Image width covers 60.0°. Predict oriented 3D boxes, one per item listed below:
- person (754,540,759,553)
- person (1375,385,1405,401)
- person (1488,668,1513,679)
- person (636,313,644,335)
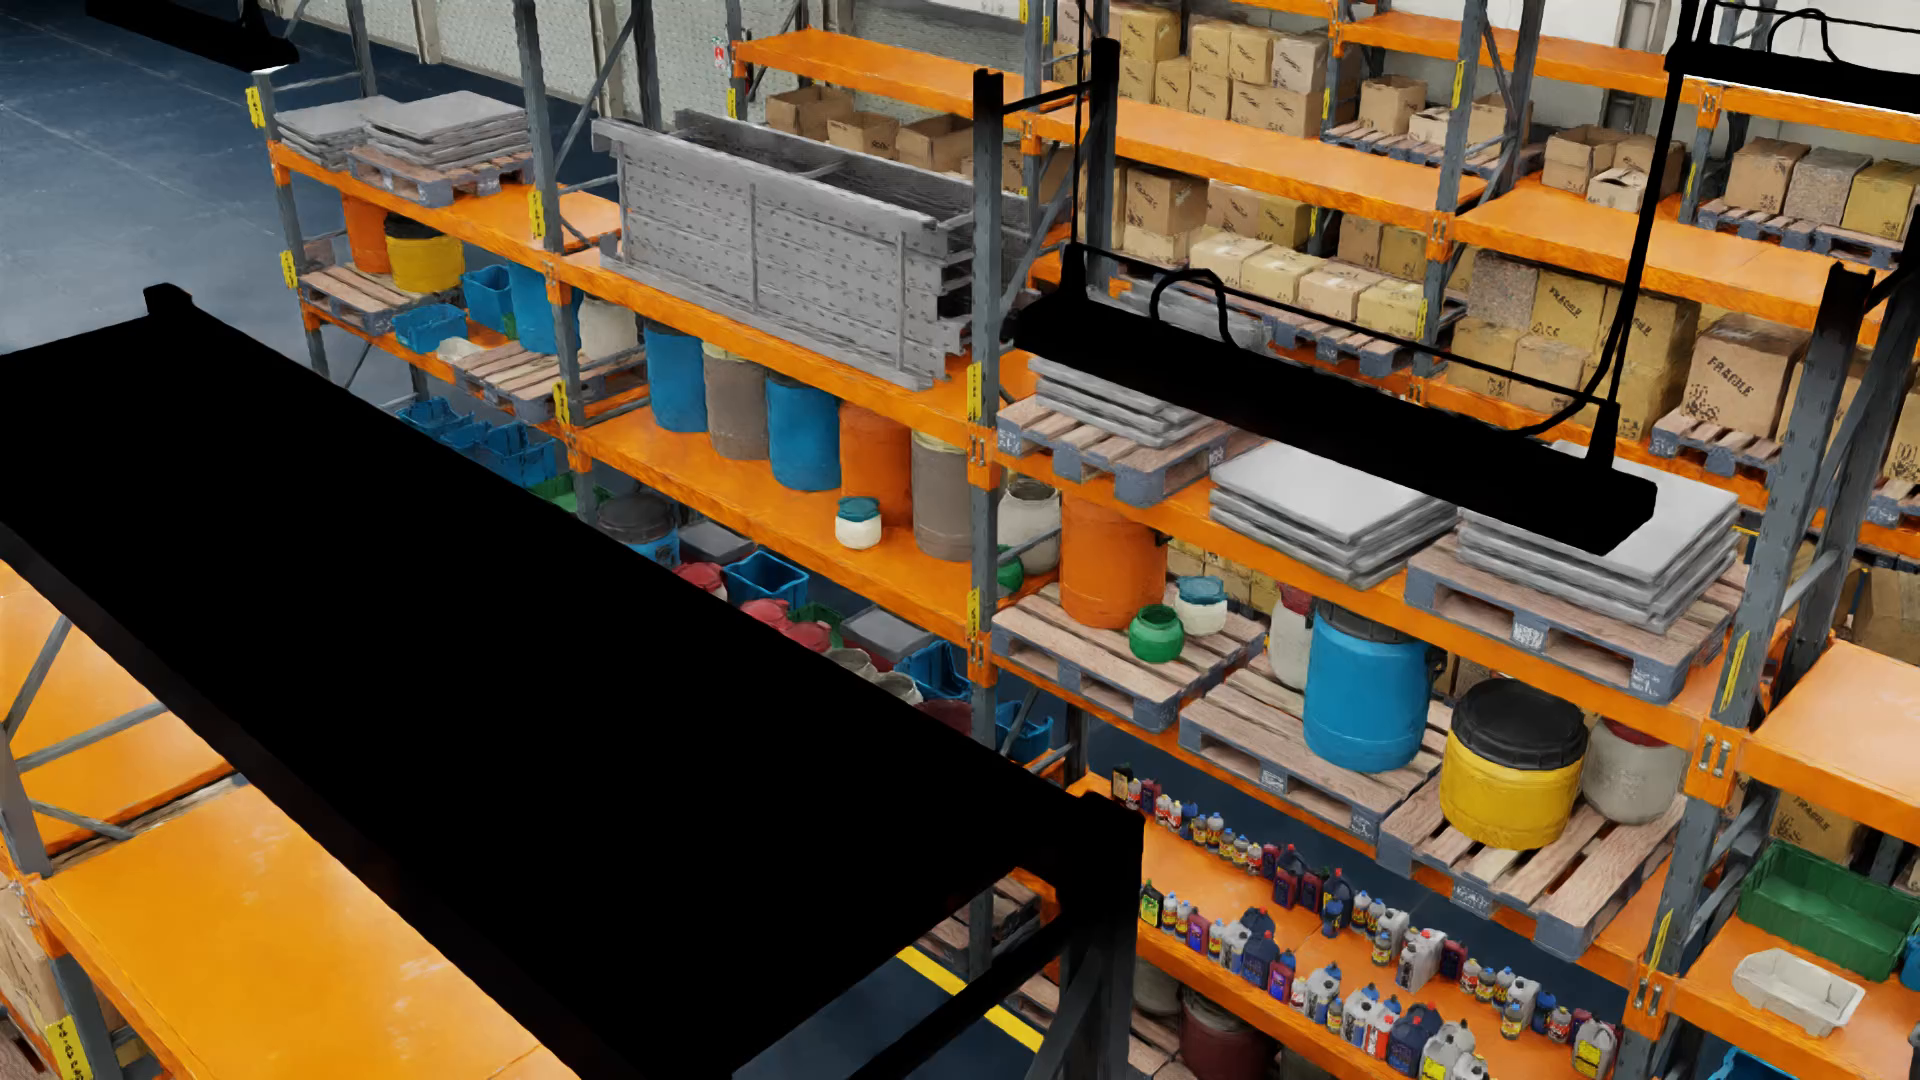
[{"bbox_3d":[-1.888,-0.104,14.694,0.477,1.675,0.487,-8,30,-14],"label":"person"},{"bbox_3d":[4.432,-1.433,17.104,0.983,1.617,0.448,19,35,30],"label":"person"},{"bbox_3d":[3.784,1.543,11.744,1.030,1.725,0.553,24,37,36],"label":"person"},{"bbox_3d":[-3.694,-3.151,20.315,0.447,1.460,1.088,-25,38,-37],"label":"person"}]
